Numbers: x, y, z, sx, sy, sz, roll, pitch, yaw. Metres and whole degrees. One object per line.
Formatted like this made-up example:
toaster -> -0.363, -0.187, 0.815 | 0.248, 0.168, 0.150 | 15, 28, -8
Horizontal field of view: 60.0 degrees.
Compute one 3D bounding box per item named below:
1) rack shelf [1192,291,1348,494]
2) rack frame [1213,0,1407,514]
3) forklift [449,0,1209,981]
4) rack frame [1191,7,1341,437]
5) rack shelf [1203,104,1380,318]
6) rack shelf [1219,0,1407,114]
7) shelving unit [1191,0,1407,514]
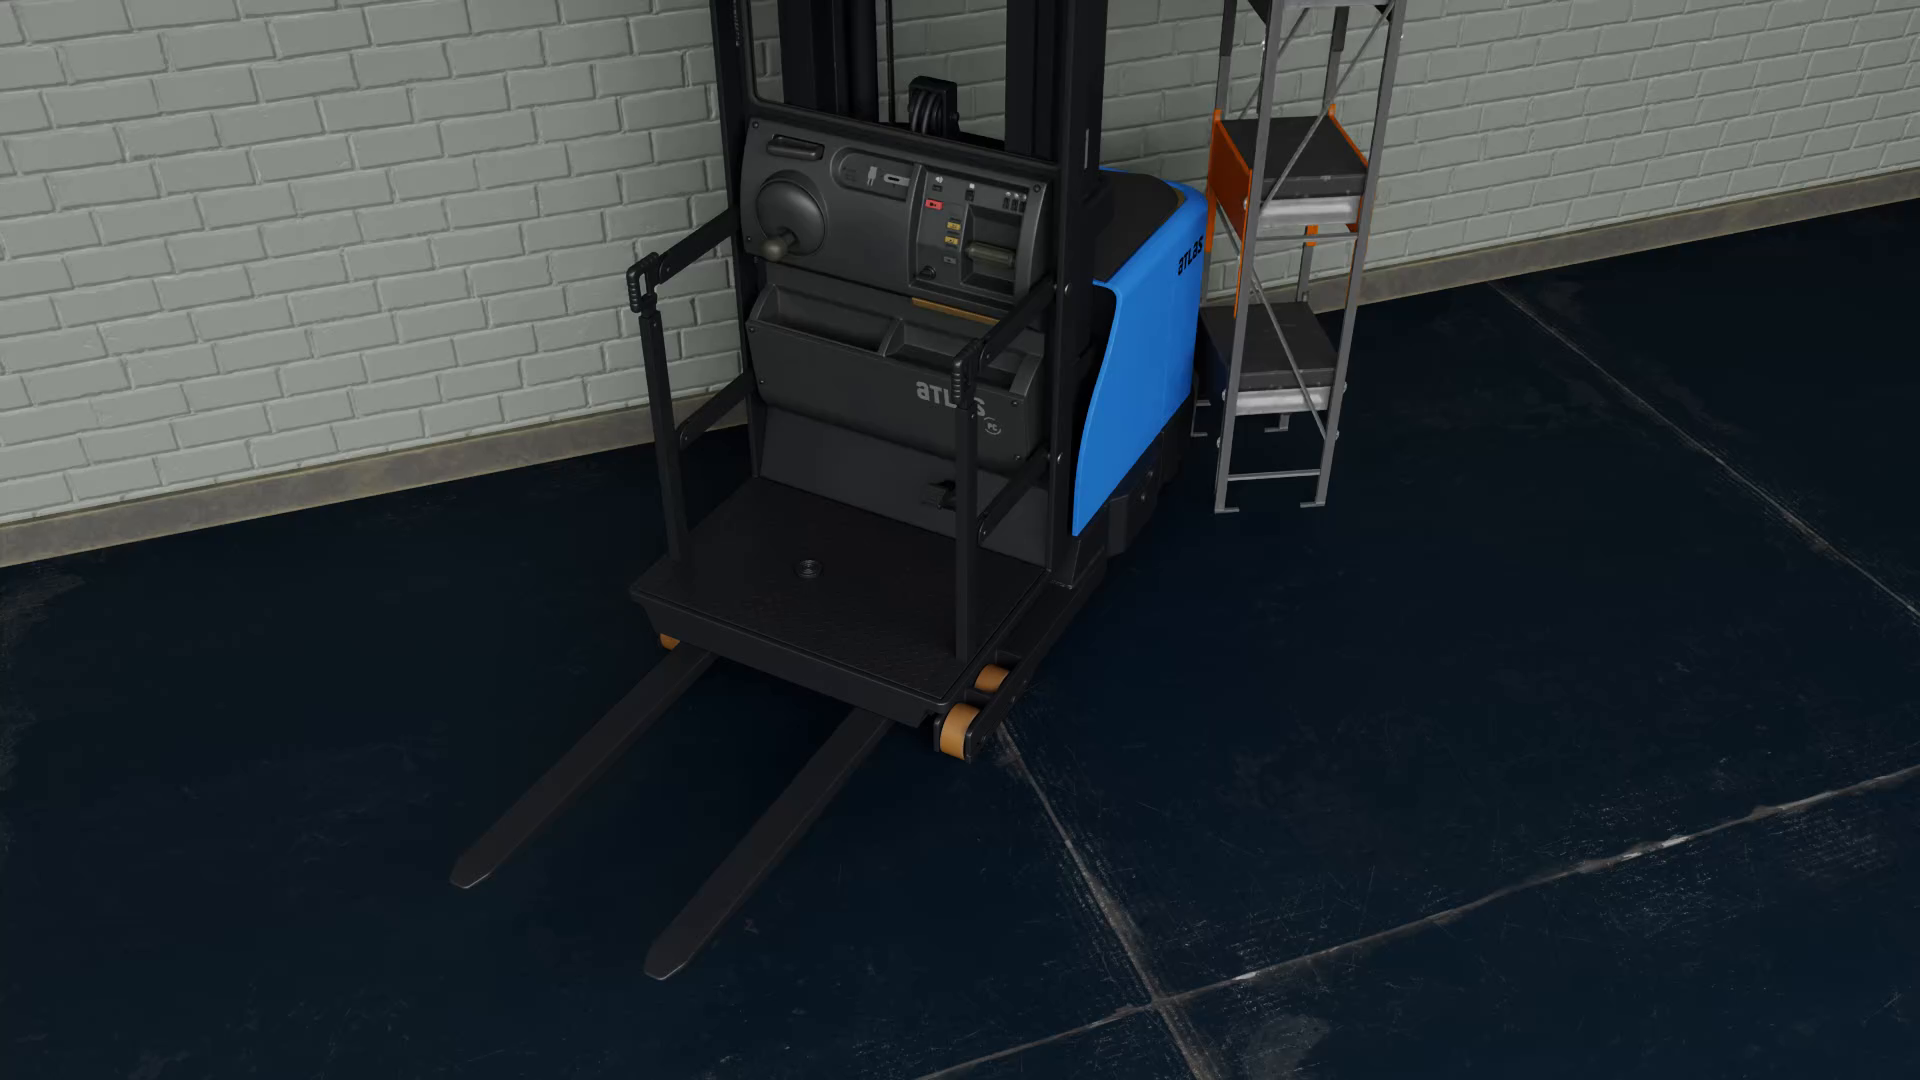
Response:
rack shelf -> 1.069, -0.526, 5.890 | 0.431, 0.518, 0.480 | -4, 37, -5
rack frame -> 1.097, -0.950, 5.267 | 0.400, 2.100, 0.015 | -4, 37, -5
forklift -> -0.296, -0.836, 4.424 | 1.130, 2.935, 3.031 | 18, 40, 22
rack frame -> 1.041, -1.242, 5.654 | 0.400, 2.100, 0.015 | -4, 37, -5
rack shelf -> 1.069, -1.085, 5.468 | 0.431, 0.518, 0.480 | -4, 37, -5
rack shelf -> 1.069, -1.644, 5.047 | 0.431, 0.518, 0.480 | -4, 37, -5
shelving unit -> 1.069, -1.096, 5.460 | 0.431, 2.100, 0.503 | -4, 37, -5
